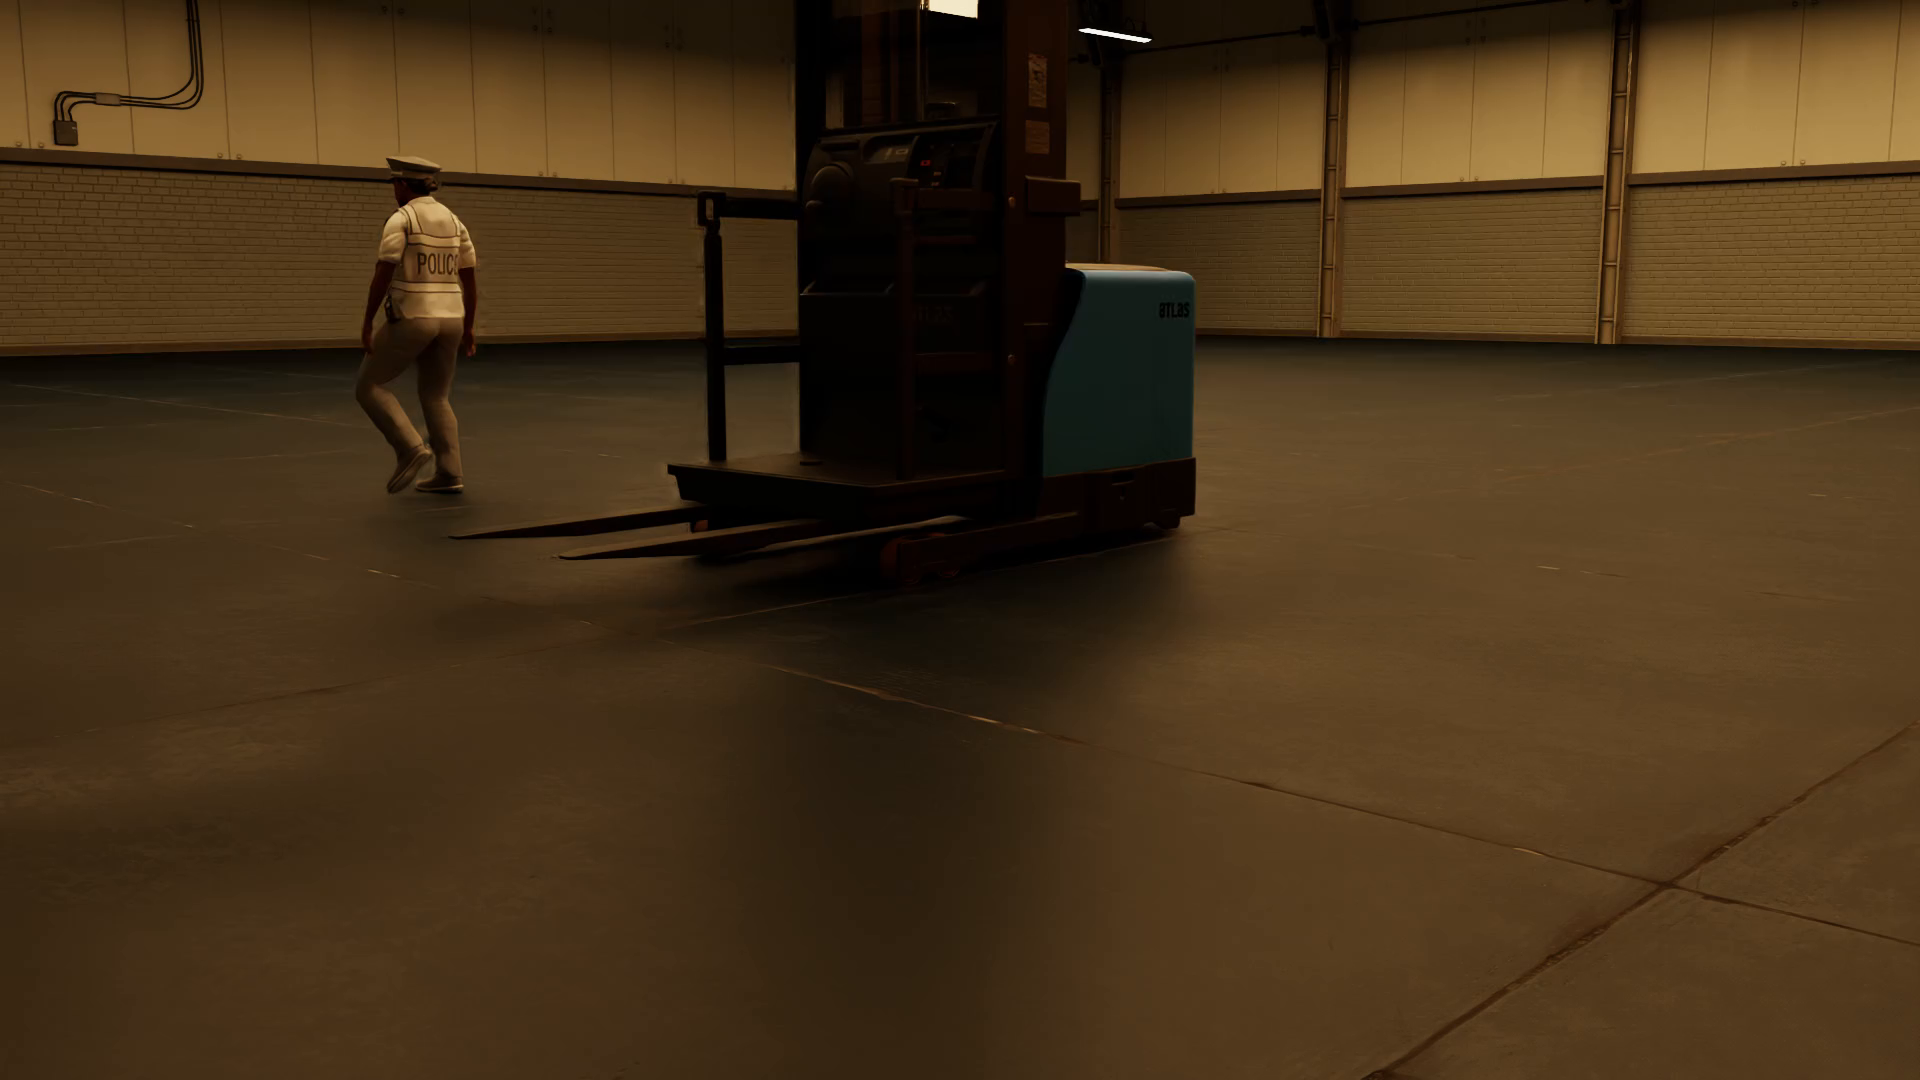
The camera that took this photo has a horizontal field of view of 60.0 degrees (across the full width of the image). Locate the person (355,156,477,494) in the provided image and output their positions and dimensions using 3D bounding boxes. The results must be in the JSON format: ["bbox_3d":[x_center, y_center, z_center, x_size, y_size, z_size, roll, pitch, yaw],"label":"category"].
[{"bbox_3d":[-2.688,-1.051,8.183,0.449,1.646,0.595,5,10,30],"label":"person"}]

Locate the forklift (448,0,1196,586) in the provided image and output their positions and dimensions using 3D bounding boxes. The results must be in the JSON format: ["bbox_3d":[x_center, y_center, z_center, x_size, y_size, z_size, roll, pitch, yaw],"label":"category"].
[{"bbox_3d":[-0.376,-1.376,6.014,1.130,2.935,3.031,8,11,42],"label":"forklift"}]
